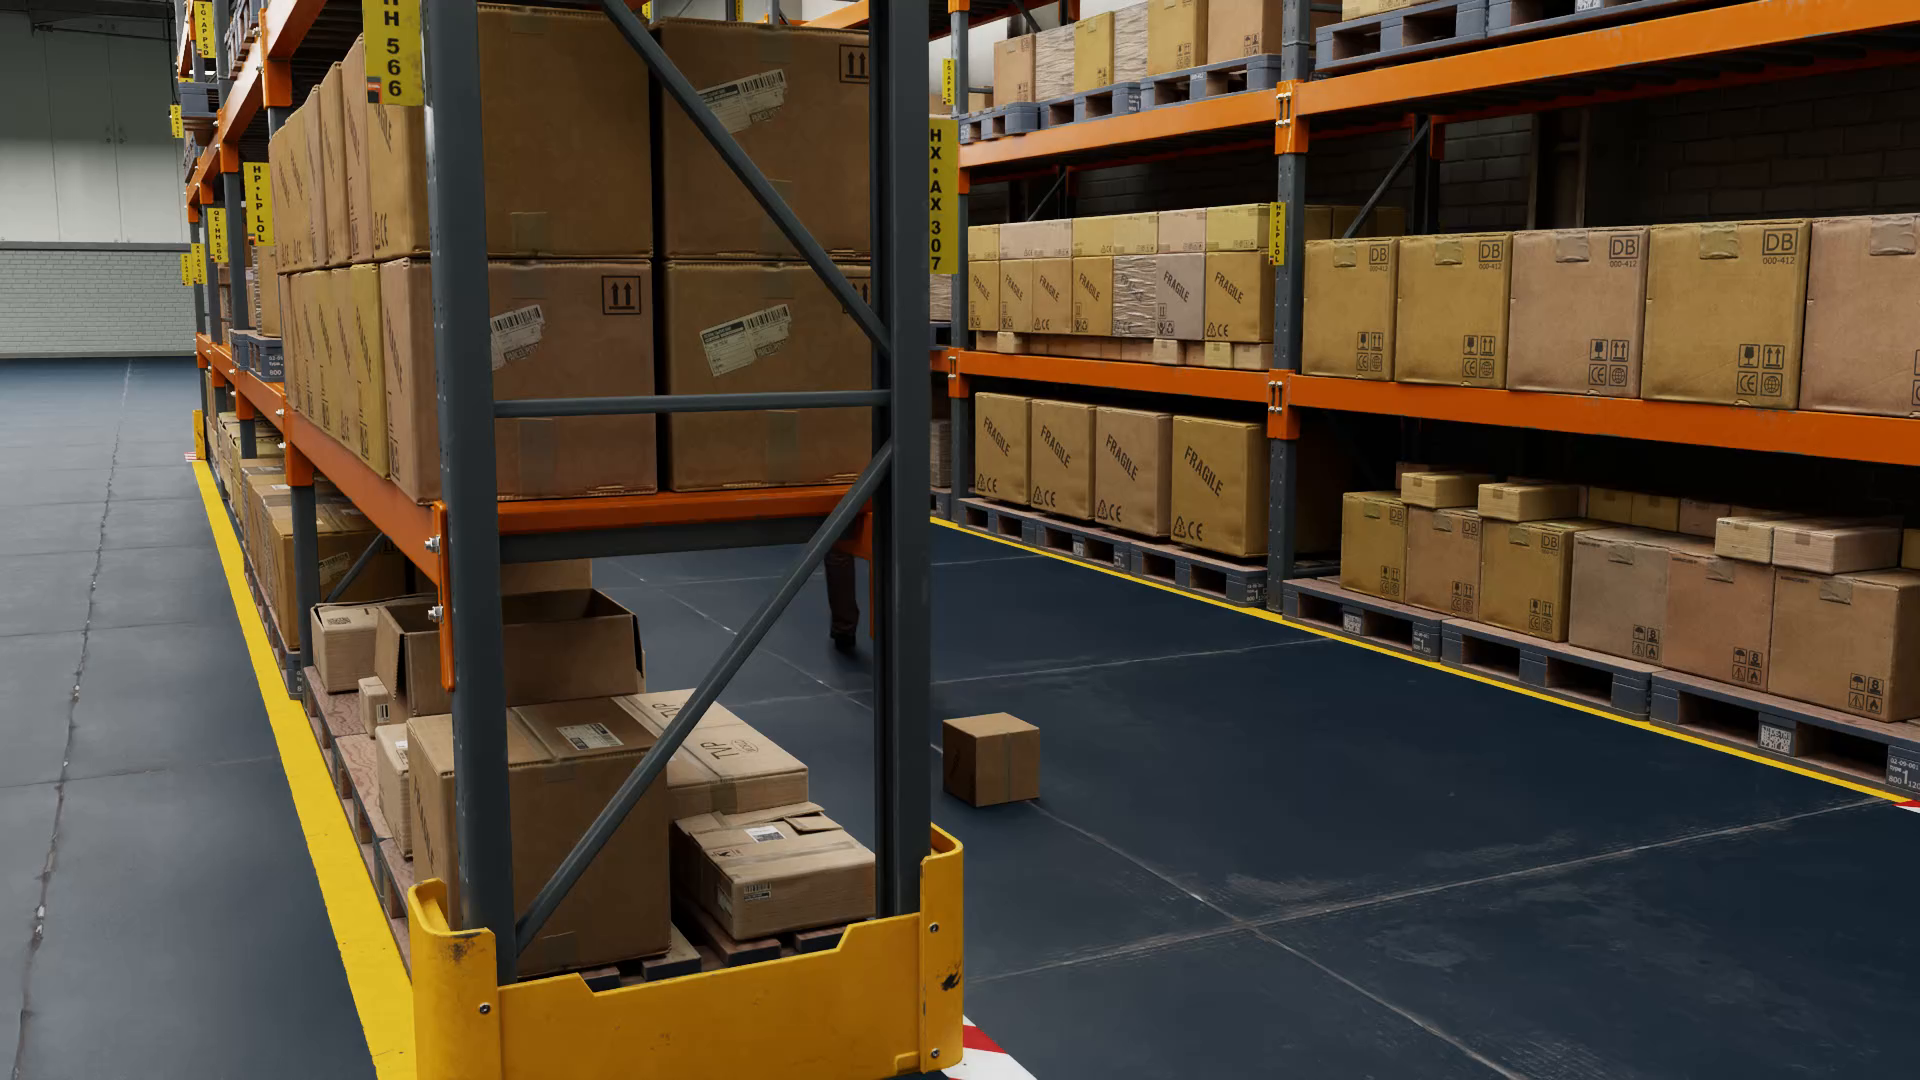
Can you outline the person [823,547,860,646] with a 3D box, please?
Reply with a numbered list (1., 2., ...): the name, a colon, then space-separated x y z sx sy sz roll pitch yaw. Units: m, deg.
1. person: -0.469 -0.303 7.881 0.532 1.694 0.821 -1 9 -9
